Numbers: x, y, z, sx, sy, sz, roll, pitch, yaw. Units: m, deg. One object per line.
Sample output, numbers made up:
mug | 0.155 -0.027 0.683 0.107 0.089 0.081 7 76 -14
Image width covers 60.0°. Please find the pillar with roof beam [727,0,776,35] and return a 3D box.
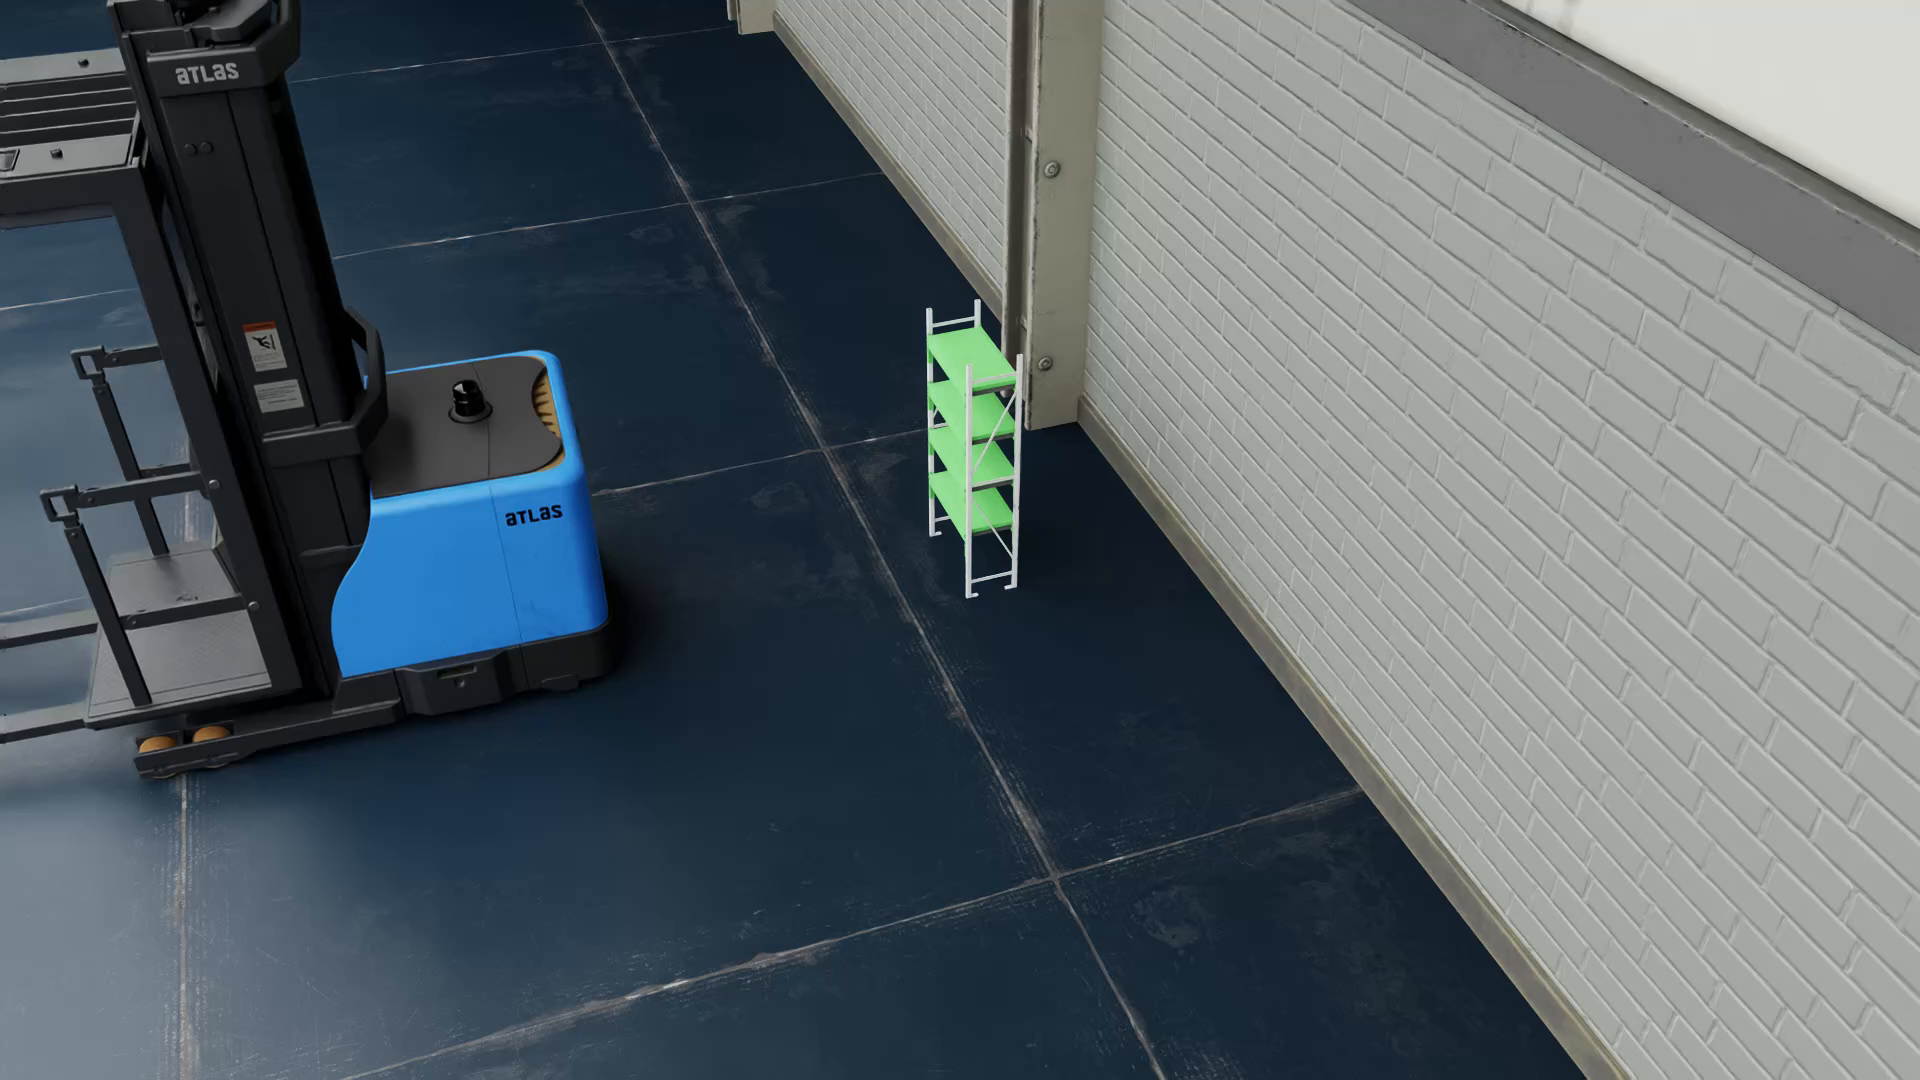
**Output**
pillar with roof beam | -5.683 -6.793 9.289 9.100 9.000 0.400 -12 39 -16

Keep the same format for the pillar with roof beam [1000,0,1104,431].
pillar with roof beam | -3.618 -3.404 4.789 9.100 9.000 0.400 -12 39 -16

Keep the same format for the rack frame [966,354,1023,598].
rack frame | 0.141 -0.248 7.082 0.240 1.200 0.015 -12 39 -16

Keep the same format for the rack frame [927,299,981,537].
rack frame | -0.027 -0.524 7.448 0.240 1.200 0.015 -12 39 -16

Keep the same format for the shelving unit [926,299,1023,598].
shelving unit | 0.057 -0.386 7.265 0.258 1.200 0.503 -12 39 -16

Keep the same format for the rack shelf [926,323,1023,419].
rack shelf | 0.057 -0.718 7.015 0.258 0.148 0.480 -12 39 -16

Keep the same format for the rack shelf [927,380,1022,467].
rack shelf | 0.057 -0.526 7.159 0.258 0.148 0.480 -12 39 -16

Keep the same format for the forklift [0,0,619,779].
forklift | -3.003 -0.595 6.103 3.031 2.935 1.130 -11 38 -14

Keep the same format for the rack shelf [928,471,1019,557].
rack shelf | 0.057 -0.143 7.448 0.258 0.148 0.480 -12 39 -16

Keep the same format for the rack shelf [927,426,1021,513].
rack shelf | 0.057 -0.335 7.303 0.258 0.148 0.480 -12 39 -16
